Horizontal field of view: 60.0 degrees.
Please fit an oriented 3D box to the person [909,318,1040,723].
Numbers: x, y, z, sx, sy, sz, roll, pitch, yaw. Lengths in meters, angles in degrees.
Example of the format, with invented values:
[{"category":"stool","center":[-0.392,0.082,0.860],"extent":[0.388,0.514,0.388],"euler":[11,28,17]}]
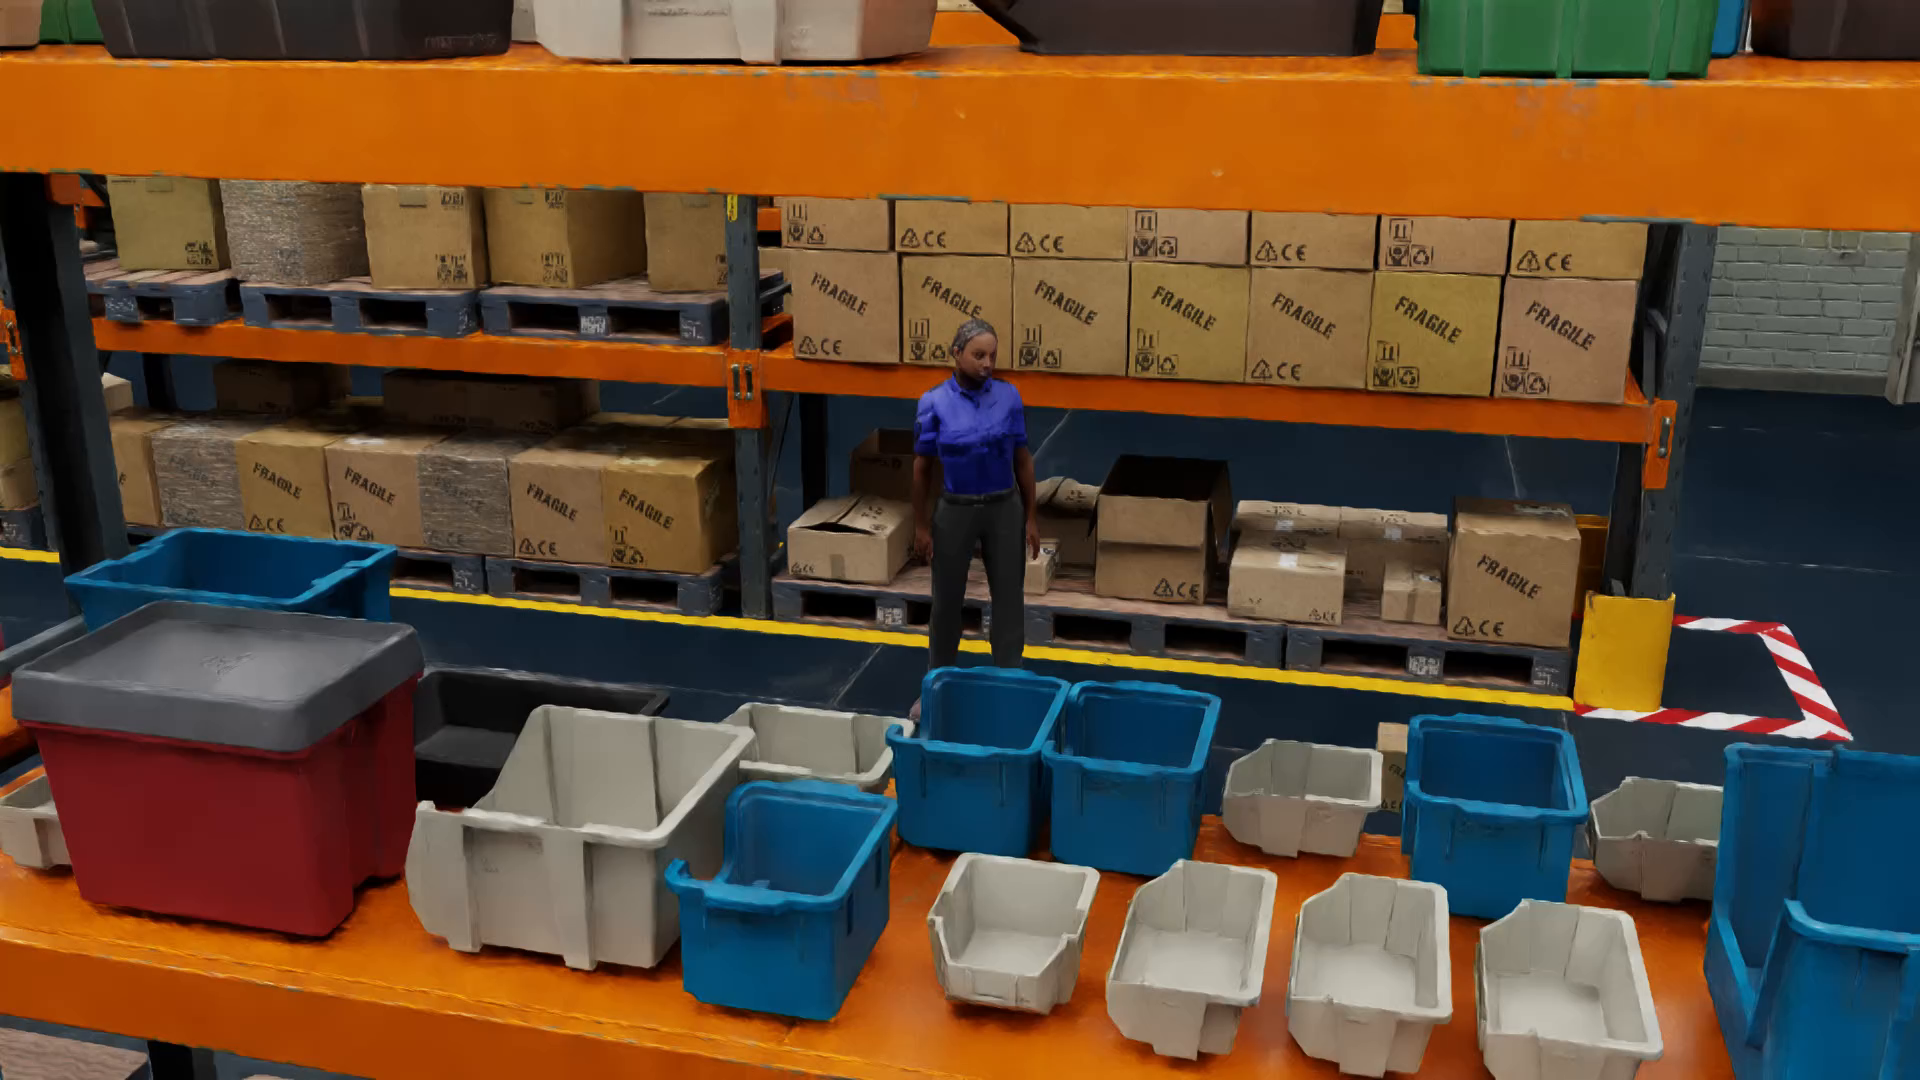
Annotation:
[{"category":"person","center":[0.054,-0.051,6.639],"extent":[0.535,1.666,0.437],"euler":[-2,19,-7]}]
